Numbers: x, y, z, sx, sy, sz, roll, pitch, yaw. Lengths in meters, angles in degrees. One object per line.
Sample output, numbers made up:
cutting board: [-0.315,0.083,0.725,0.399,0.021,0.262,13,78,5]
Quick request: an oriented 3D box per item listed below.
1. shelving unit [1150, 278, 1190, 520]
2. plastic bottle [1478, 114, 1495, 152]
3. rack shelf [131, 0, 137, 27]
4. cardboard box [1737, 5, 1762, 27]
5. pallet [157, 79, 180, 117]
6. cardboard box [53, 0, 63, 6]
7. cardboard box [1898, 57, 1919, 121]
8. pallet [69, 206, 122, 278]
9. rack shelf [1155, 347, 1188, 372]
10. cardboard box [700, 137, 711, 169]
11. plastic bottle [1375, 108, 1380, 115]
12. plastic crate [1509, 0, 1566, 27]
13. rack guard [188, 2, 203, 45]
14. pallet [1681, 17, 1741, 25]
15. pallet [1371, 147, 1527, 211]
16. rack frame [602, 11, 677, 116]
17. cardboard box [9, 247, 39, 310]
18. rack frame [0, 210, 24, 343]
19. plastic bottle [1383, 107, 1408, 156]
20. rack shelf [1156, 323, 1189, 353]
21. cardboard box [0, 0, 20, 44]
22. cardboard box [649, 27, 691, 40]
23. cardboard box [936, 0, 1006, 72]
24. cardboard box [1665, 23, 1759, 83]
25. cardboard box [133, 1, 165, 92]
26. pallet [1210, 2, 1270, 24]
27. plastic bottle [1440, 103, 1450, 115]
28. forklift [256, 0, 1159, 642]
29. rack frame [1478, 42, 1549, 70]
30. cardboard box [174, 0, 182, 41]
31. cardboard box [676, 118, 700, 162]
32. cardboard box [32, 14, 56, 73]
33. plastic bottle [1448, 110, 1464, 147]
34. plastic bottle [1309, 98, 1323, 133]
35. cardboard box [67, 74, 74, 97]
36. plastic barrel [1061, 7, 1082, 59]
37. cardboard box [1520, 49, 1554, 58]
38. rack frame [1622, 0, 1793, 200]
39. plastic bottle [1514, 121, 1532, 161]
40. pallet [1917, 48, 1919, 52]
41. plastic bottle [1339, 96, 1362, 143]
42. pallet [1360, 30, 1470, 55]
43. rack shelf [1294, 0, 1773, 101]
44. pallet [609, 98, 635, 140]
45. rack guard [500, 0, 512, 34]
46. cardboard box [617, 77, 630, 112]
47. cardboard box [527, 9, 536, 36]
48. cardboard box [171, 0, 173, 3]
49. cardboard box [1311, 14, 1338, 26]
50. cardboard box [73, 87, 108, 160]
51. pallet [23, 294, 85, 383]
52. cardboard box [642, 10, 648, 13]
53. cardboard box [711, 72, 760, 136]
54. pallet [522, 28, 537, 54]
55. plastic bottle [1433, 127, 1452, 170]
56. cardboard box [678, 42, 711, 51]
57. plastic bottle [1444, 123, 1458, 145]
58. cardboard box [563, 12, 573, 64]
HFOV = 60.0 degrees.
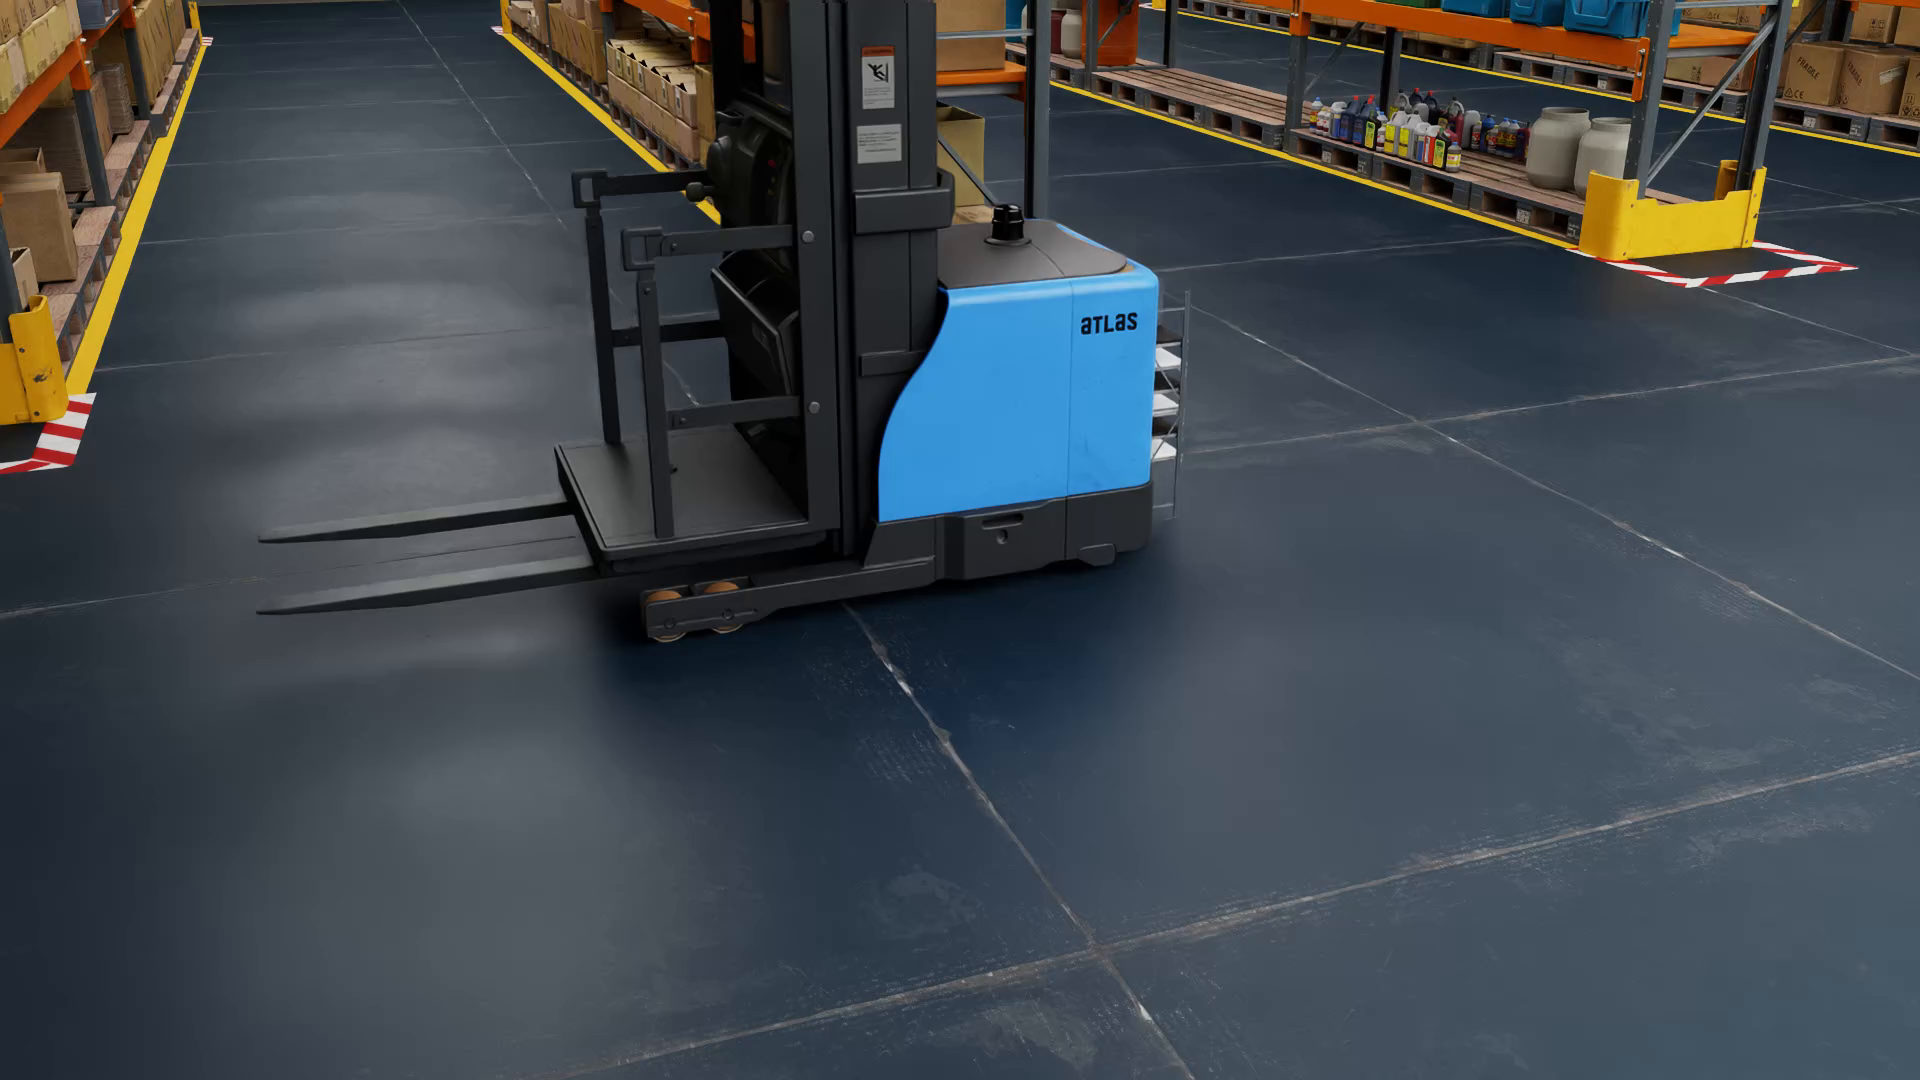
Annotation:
shelving unit: [0.695,-0.519,6.323,0.258,0.900,0.210,-9,24,-20]
plastic bottle: [4.039,-3.123,12.744,0.097,0.271,0.097,0,23,0]
rack shelf: [-8.185,-5.184,15.614,1.077,0.370,4.000,-8,24,-19]
cardboard box: [10.442,-6.906,21.450,0.500,0.500,0.500,-7,24,-17]
pallet: [-8.114,-4.243,16.046,1.003,0.211,1.213,-8,24,-19]
cardboard box: [-5.427,-3.311,9.446,0.500,0.500,0.500,-8,24,-19]
cardboard box: [8.443,-3.843,14.184,0.500,0.500,0.500,-11,25,-24]
pallet: [-5.795,-1.811,10.276,1.003,0.211,1.213,-8,24,-19]
rack shelf: [0.695,-0.654,6.266,0.258,0.077,0.200,-9,24,-20]
cardboard box: [-1.552,-2.733,11.871,0.500,0.250,0.500,-8,24,-19]
plastic bottle: [3.264,-3.254,13.054,0.097,0.271,0.097,0,23,0]
plastic crate: [3.935,-3.550,11.003,0.499,0.251,0.408,-8,24,-19]
rack guard: [-10.313,-6.552,21.153,1.175,0.500,0.348,-8,24,-19]
pallet: [10.397,-6.913,22.380,1.003,0.211,1.213,-8,24,-19]
pallet: [3.836,-2.716,12.422,1.003,0.211,1.213,-8,24,-19]
rack frame: [-2.845,-5.470,15.366,1.000,3.000,0.127,-8,24,-19]
cardboard box: [-5.014,-1.317,8.407,0.500,0.311,0.500,-6,24,-15]
rack frame: [-4.652,-1.882,6.853,1.000,3.000,0.127,-8,24,-19]
plastic bottle: [3.317,-3.104,12.595,0.144,0.351,0.185,-9,24,-19]
rack shelf: [0.695,-0.737,6.231,0.258,0.077,0.200,-9,24,-20]
cardboard box: [-4.705,-2.563,7.672,0.500,0.500,0.500,-8,24,-19]
cardboard box: [-2.739,-4.725,16.251,0.500,0.500,0.500,-7,24,-17]
cardboard box: [-0.172,-2.781,8.856,0.700,0.500,0.500,-8,24,-19]
cardboard box: [7.489,-4.827,16.493,0.700,0.500,0.500,-8,24,-19]
cardboard box: [-7.919,-4.596,15.520,0.750,0.750,0.750,-8,24,-19]
pallet: [4.380,-7.727,24.312,1.003,0.211,1.213,-8,24,-19]
plastic bottle: [3.864,-3.328,13.215,0.061,0.283,0.133,-7,24,-15]
forklift: [-0.875,-1.247,5.435,3.031,2.935,1.130,-8,24,-19]
rack frame: [6.424,-6.828,18.587,1.000,3.000,0.127,-8,24,-19]
cardboard box: [-9.608,-6.132,19.615,0.700,0.500,0.500,-9,25,-21]
cardboard box: [-1.850,-3.054,12.633,0.500,0.250,0.500,-9,24,-20]
cardboard box: [-5.075,-2.600,8.723,0.500,0.250,0.500,-8,24,-19]
plastic bottle: [3.836,-3.190,12.887,0.061,0.283,0.133,-8,24,-19]
plastic bottle: [2.905,-3.464,13.554,0.097,0.271,0.097,0,23,0]
cardboard box: [-6.687,-3.345,12.011,0.500,0.250,0.500,-9,25,-21]
plastic barrel: [1.318,-5.564,18.250,0.421,0.512,0.421,0,23,0]
cardboard box: [6.679,-5.638,18.416,0.700,0.500,0.500,-10,25,-22]
rack frame: [4.616,-3.241,10.078,1.000,3.000,0.127,-8,24,-19]
plastic bottle: [4.204,-2.979,12.386,0.061,0.283,0.133,-8,24,-18]
pallet: [11.735,-5.447,18.902,1.003,0.211,1.213,-8,24,-19]
plastic bottle: [3.100,-3.327,13.125,0.144,0.351,0.185,-8,24,-18]
pallet: [5.788,-6.282,20.883,1.003,0.211,1.213,-8,24,-19]
rack shelf: [3.910,-3.637,11.942,1.077,0.370,4.000,-8,24,-19]
pallet: [-2.591,-3.880,15.185,1.003,0.211,1.213,-8,24,-19]
rack guard: [-5.645,-7.197,22.682,1.175,0.500,0.348,-8,24,-19]
cardboard box: [-2.757,-3.983,14.838,0.500,0.250,0.500,-9,24,-20]
cardboard box: [-4.990,-6.328,20.296,0.500,0.311,0.500,-8,24,-19]
cardboard box: [-9.195,-6.208,18.959,0.380,0.149,0.250,-9,24,-20]
cardboard box: [5.255,-7.266,21.821,1.225,0.875,0.875,-8,24,-19]
cardboard box: [-6.713,-3.023,12.213,0.700,0.500,0.500,-8,24,-18]
pallet: [-4.933,-0.925,8.172,1.003,0.211,1.213,-8,24,-19]
cardboard box: [-3.472,-5.471,18.021,0.500,0.500,0.500,-8,24,-18]
cardboard box: [-1.377,-2.896,11.294,0.500,0.500,0.500,-8,24,-19]
pallet: [-4.935,-6.332,21.001,1.003,0.211,1.213,-8,24,-19]
plastic bottle: [3.499,-2.839,12.056,0.061,0.283,0.133,-8,24,-18]
cardboard box: [-2.240,-4.310,14.892,0.500,0.311,0.500,-9,24,-20]
plastic bottle: [3.593,-2.910,12.222,0.061,0.283,0.133,-8,24,-19]
cardboard box: [-3.947,-5.390,17.828,0.500,0.500,0.500,-8,24,-18]
